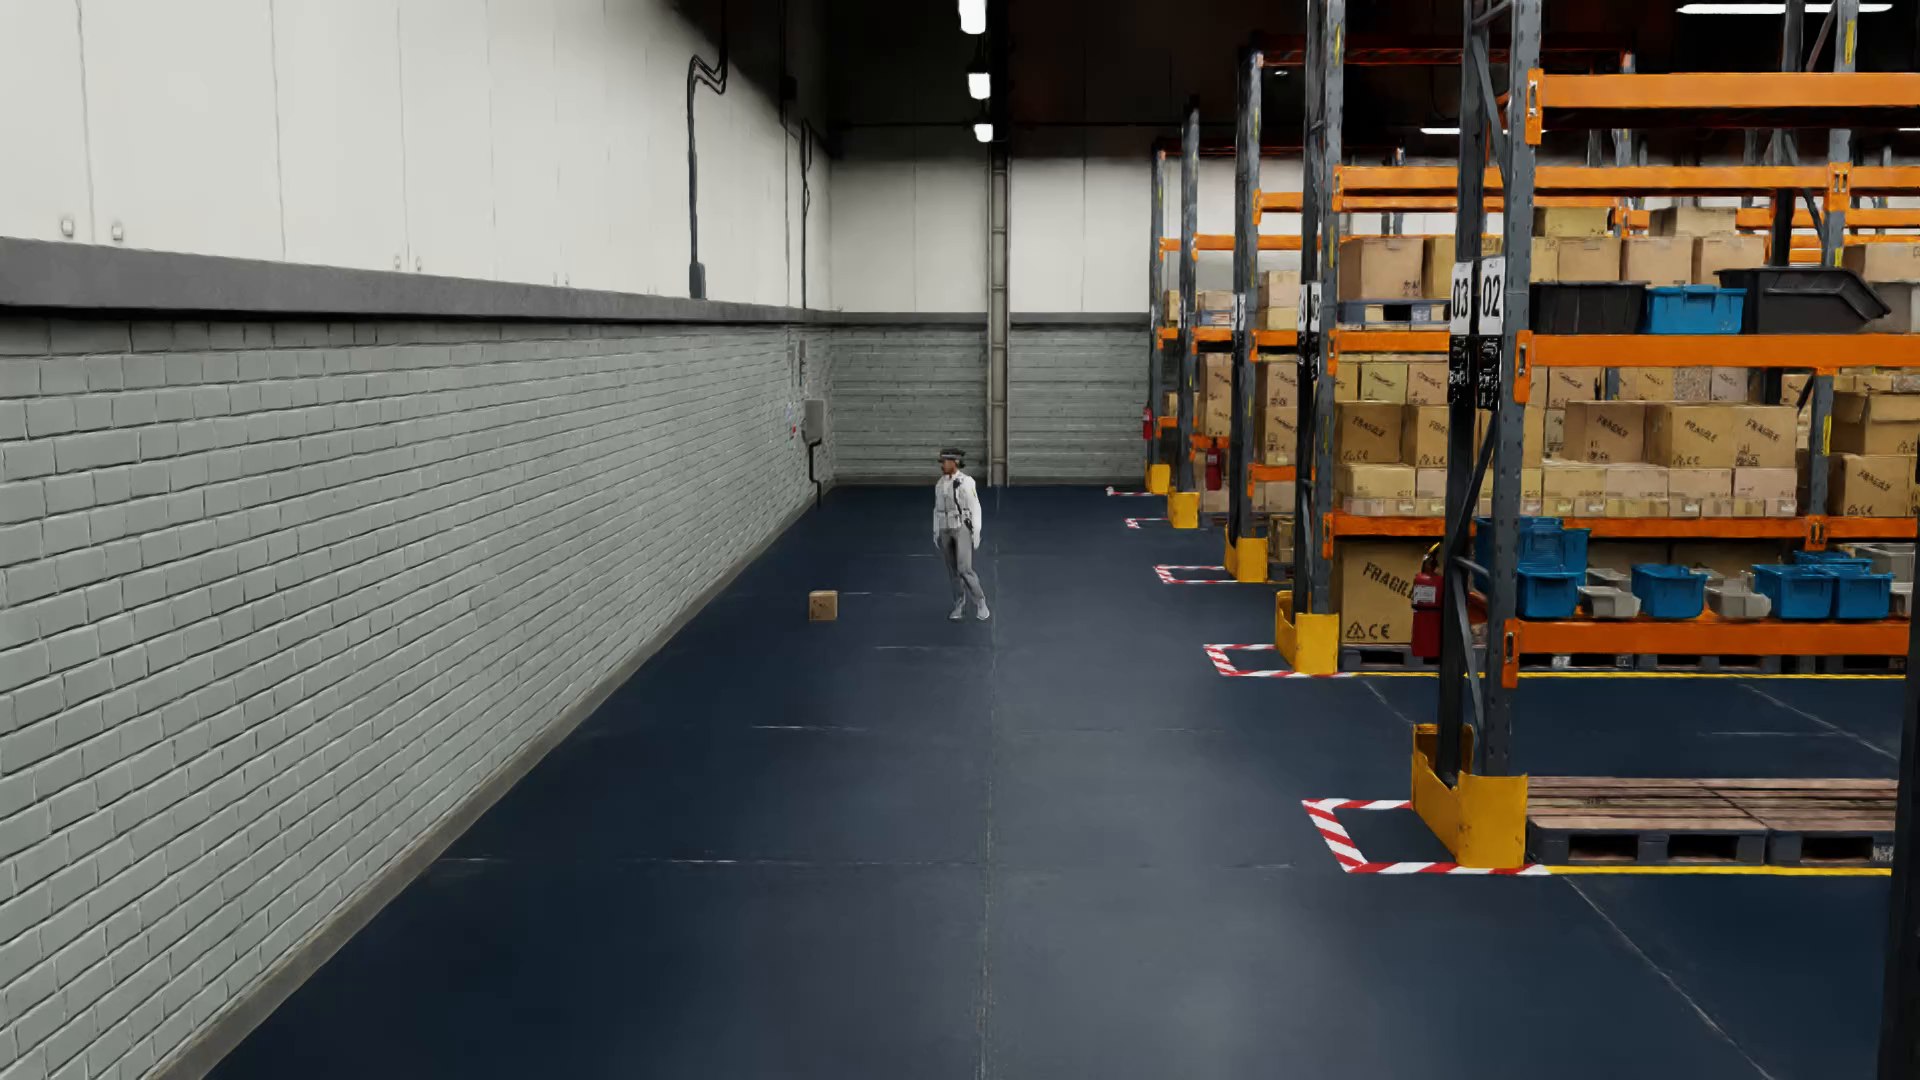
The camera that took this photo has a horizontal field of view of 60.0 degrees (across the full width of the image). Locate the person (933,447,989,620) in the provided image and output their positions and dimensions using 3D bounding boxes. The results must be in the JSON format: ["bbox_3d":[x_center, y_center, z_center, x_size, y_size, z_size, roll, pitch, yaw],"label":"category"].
[{"bbox_3d":[-0.005,-0.062,16.201,0.568,1.675,0.417,5,9,35],"label":"person"}]
